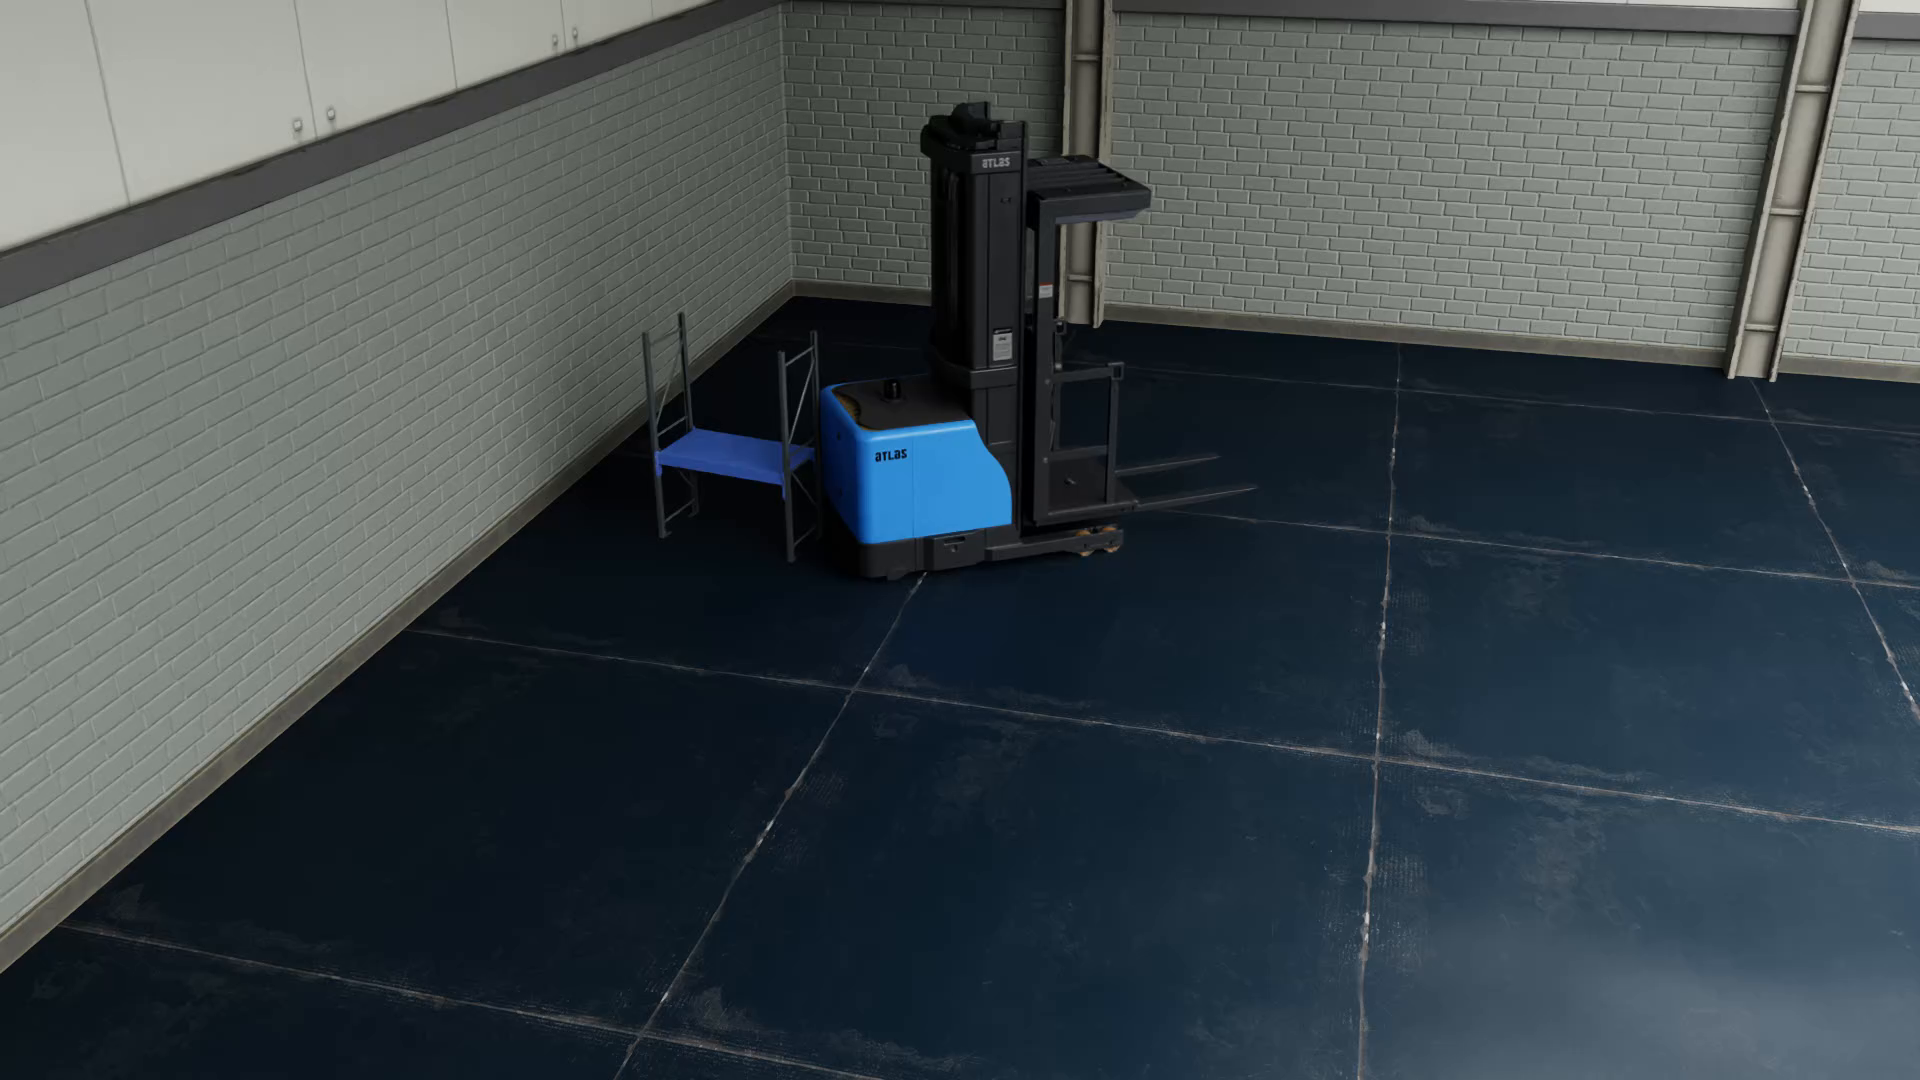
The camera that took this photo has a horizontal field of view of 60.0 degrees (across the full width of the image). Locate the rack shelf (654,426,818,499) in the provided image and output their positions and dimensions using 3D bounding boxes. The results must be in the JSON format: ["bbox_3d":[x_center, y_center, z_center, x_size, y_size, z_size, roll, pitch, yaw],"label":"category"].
[{"bbox_3d":[-1.531,-0.542,11.444,1.000,0.185,0.538,10,27,20],"label":"rack shelf"}]

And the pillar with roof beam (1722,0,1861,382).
[{"bbox_3d":[5.905,-3.737,9.014,0.400,9.000,9.100,6,26,13],"label":"pillar with roof beam"}]

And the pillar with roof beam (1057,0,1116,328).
[{"bbox_3d":[0.094,-4.380,10.363,0.400,9.000,9.100,6,26,13],"label":"pillar with roof beam"}]

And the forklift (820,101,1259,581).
[{"bbox_3d":[0.605,-1.423,11.211,3.031,2.935,1.130,-8,27,-17],"label":"forklift"}]

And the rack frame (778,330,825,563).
[{"bbox_3d":[-1.062,-0.620,11.190,0.032,1.500,0.500,10,27,20],"label":"rack frame"}]

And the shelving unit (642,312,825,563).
[{"bbox_3d":[-1.531,-0.704,11.366,1.048,1.500,0.538,10,27,20],"label":"shelving unit"}]

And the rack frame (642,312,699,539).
[{"bbox_3d":[-2.001,-0.788,11.542,0.032,1.500,0.500,10,27,20],"label":"rack frame"}]
